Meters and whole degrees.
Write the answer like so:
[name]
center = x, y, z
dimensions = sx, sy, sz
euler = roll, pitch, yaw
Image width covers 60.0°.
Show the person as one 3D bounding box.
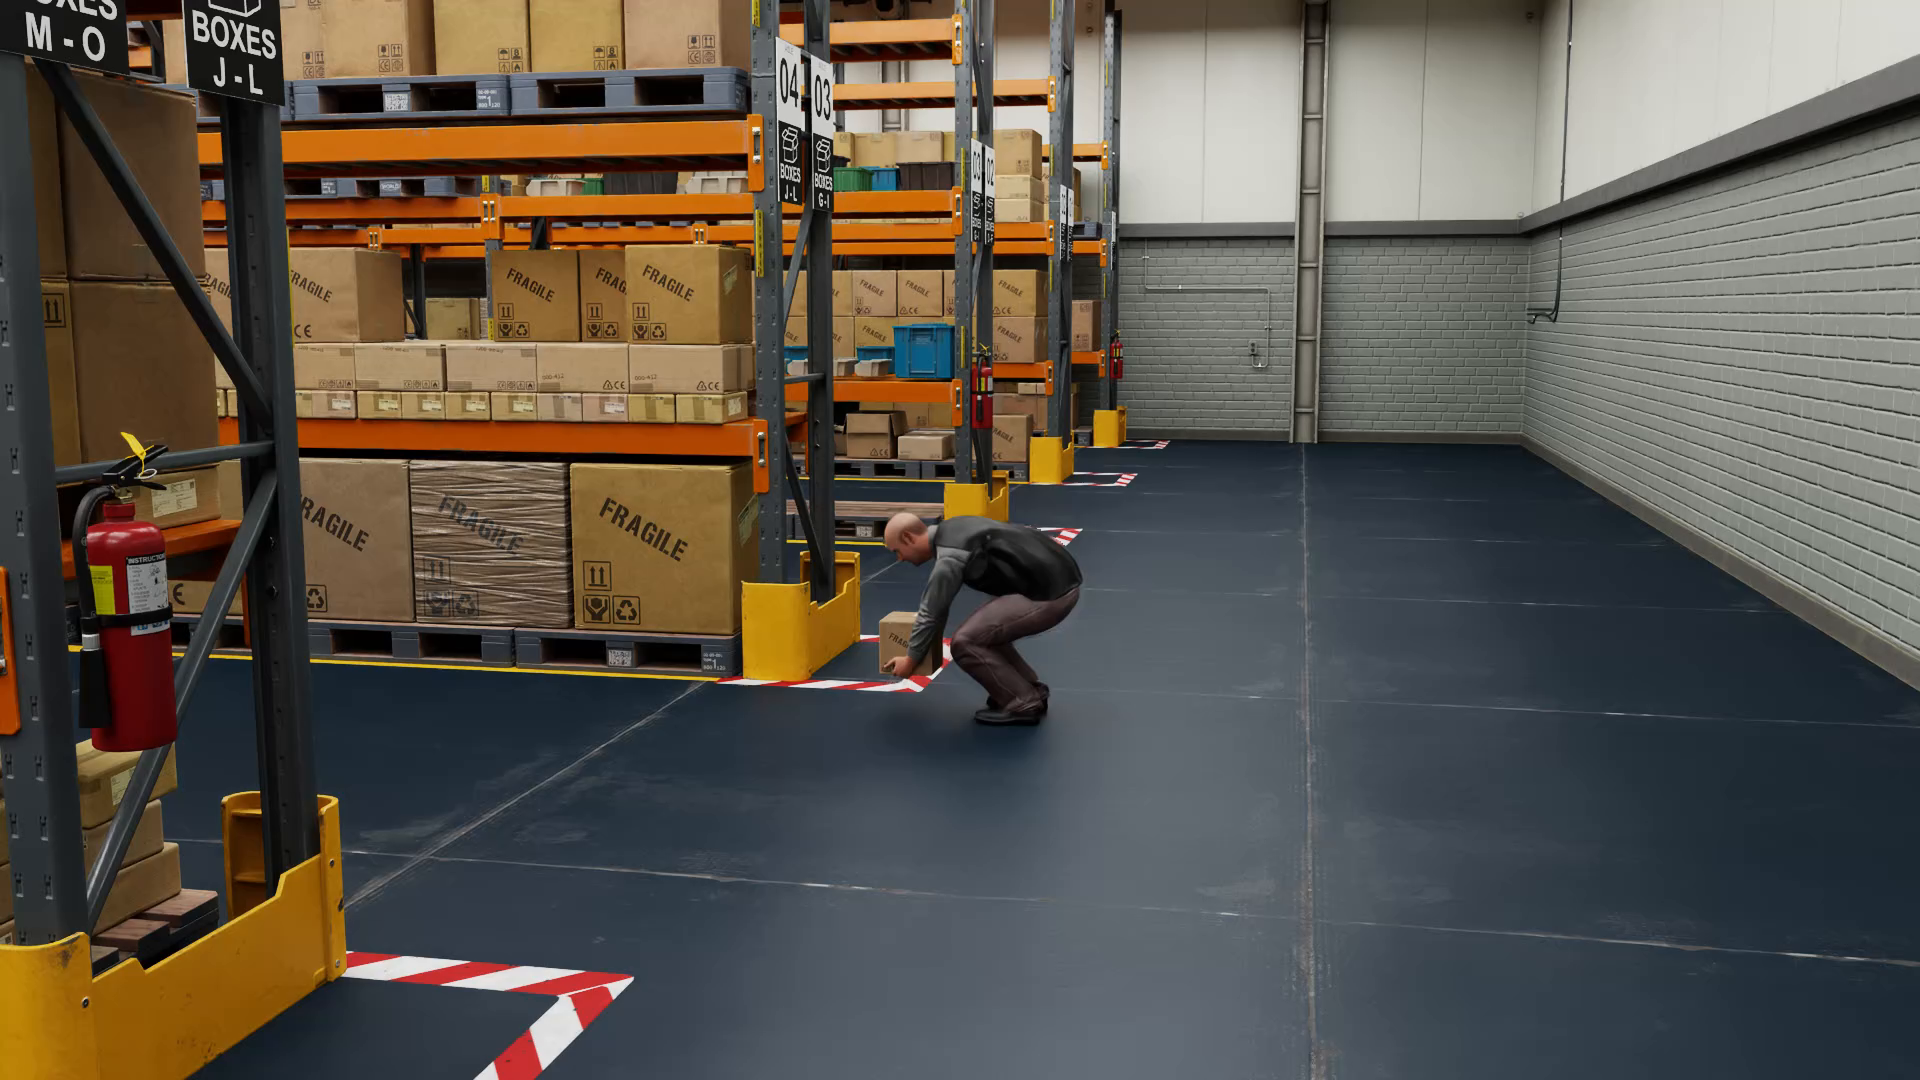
[person]
center = 0.105, 0.350, 7.707
dimensions = 0.916, 0.950, 0.518
euler = 1, 8, 9
